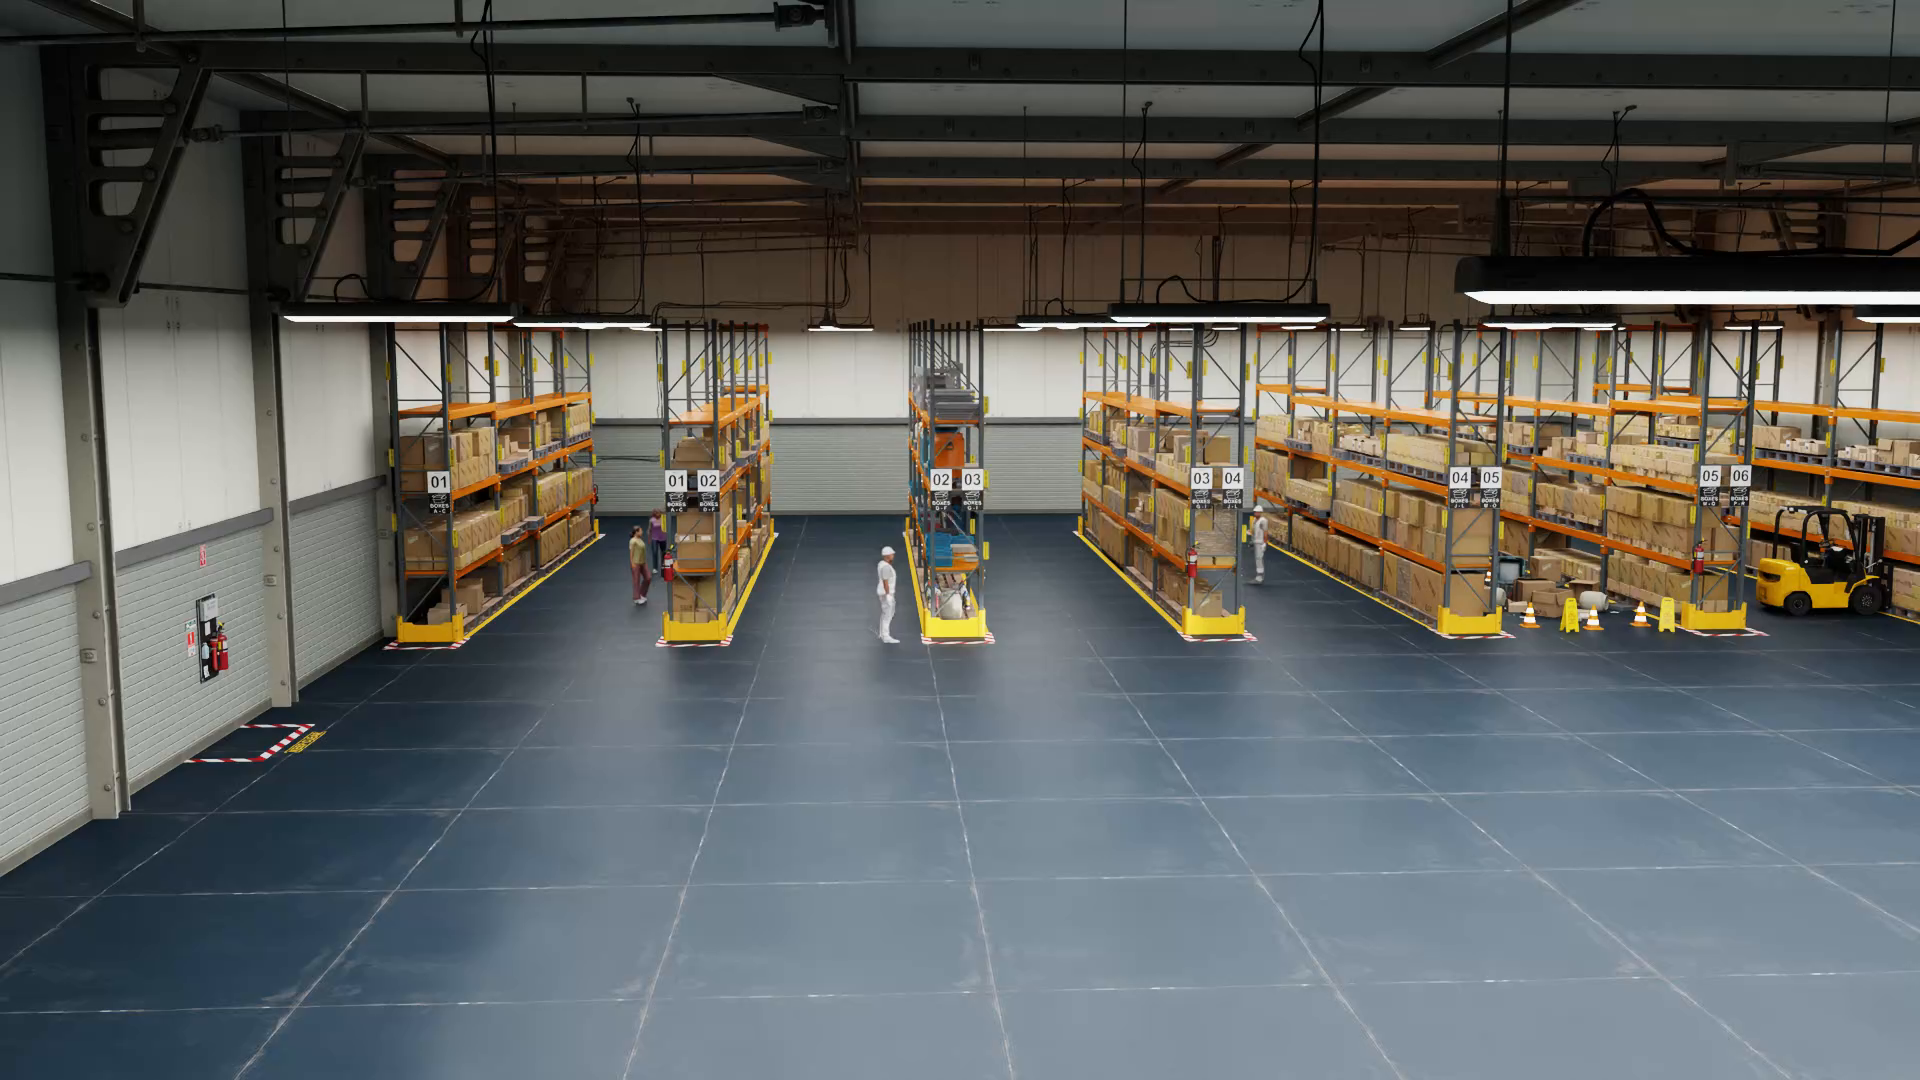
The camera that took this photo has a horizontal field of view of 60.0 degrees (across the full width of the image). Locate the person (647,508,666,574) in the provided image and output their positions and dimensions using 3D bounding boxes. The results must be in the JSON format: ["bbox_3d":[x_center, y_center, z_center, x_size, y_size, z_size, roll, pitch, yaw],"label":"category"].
[{"bbox_3d":[-7.306,-0.007,40.164,0.482,1.553,0.912,-1,7,-5],"label":"person"}]

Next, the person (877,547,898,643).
[{"bbox_3d":[-1.361,1.049,31.026,0.387,1.857,0.668,-1,7,-5],"label":"person"}]

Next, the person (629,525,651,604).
[{"bbox_3d":[-6.876,0.515,35.574,0.420,1.680,0.513,5,9,35],"label":"person"}]

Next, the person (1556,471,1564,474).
[{"bbox_3d":[17.946,-1.242,49.702,0.735,1.638,0.478,0,7,-2],"label":"person"}]

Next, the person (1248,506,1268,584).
[{"bbox_3d":[6.860,0.095,38.409,0.424,1.793,0.564,-1,7,-6],"label":"person"}]
